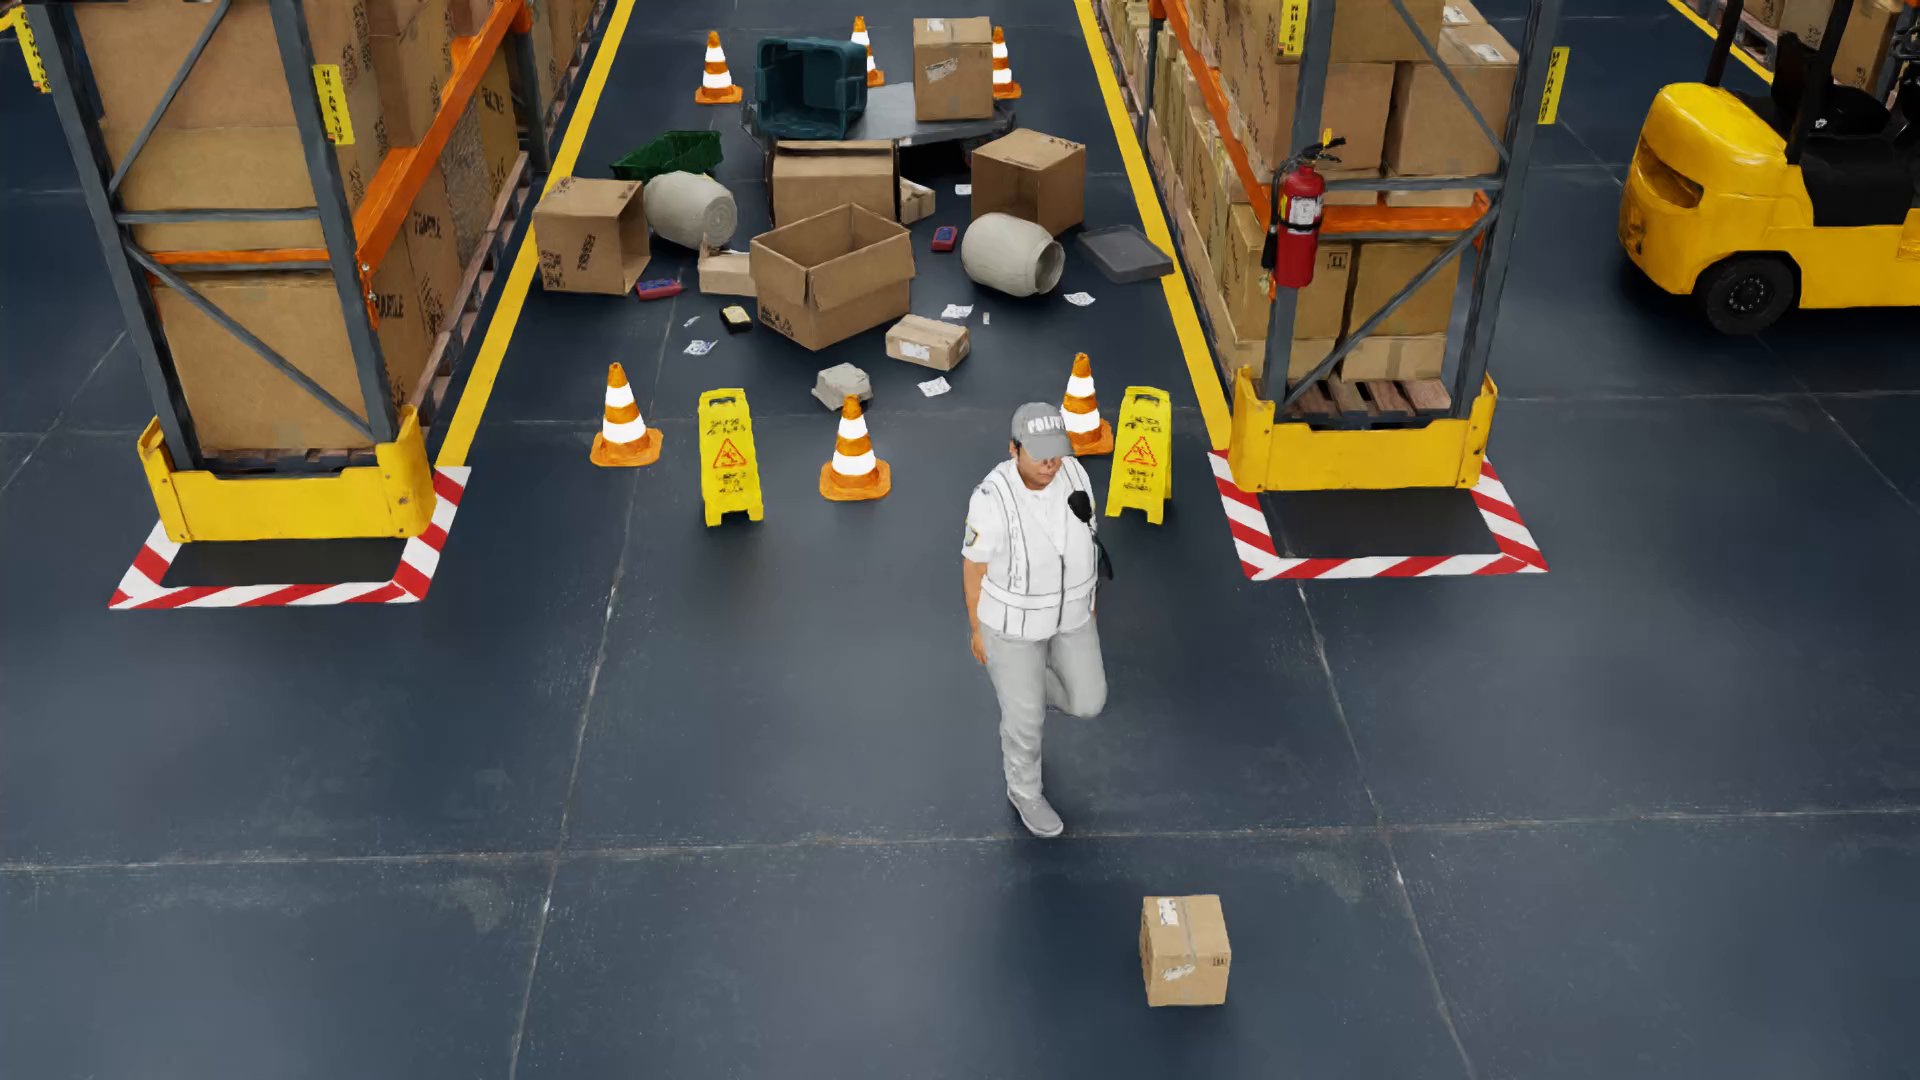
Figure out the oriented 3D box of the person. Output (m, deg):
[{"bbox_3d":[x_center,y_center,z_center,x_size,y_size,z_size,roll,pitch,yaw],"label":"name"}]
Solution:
[{"bbox_3d":[0.247,0.246,5.776,0.484,1.648,0.591,-17,39,-23],"label":"person"}]
